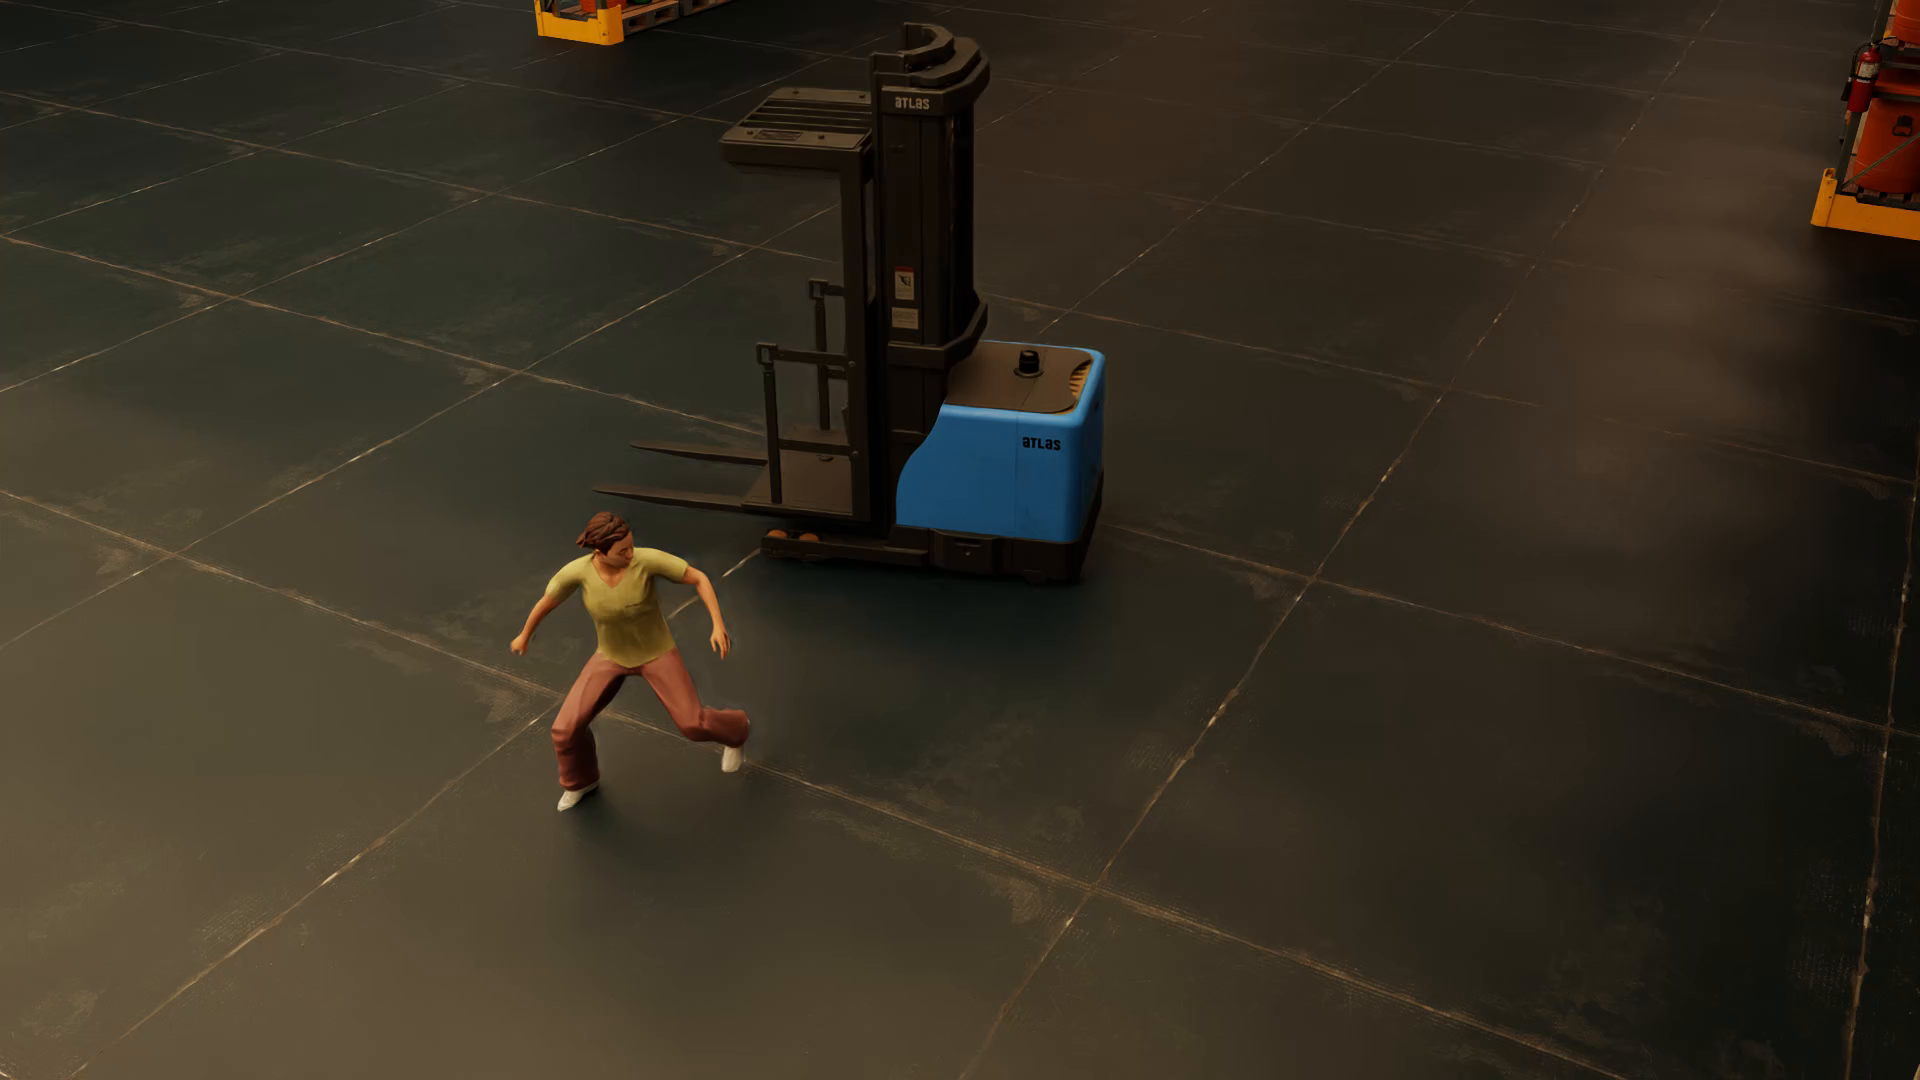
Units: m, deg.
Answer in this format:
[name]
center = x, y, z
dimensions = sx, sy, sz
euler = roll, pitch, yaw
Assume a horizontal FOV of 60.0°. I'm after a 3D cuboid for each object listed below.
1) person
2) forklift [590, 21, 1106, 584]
[person]
center = -1.544, 0.540, 7.607
dimensions = 1.073, 1.567, 0.508
euler = 0, 30, 0
[forklift]
center = -0.697, -1.388, 9.475
dimensions = 3.031, 2.935, 1.130
euler = 6, 31, 11
